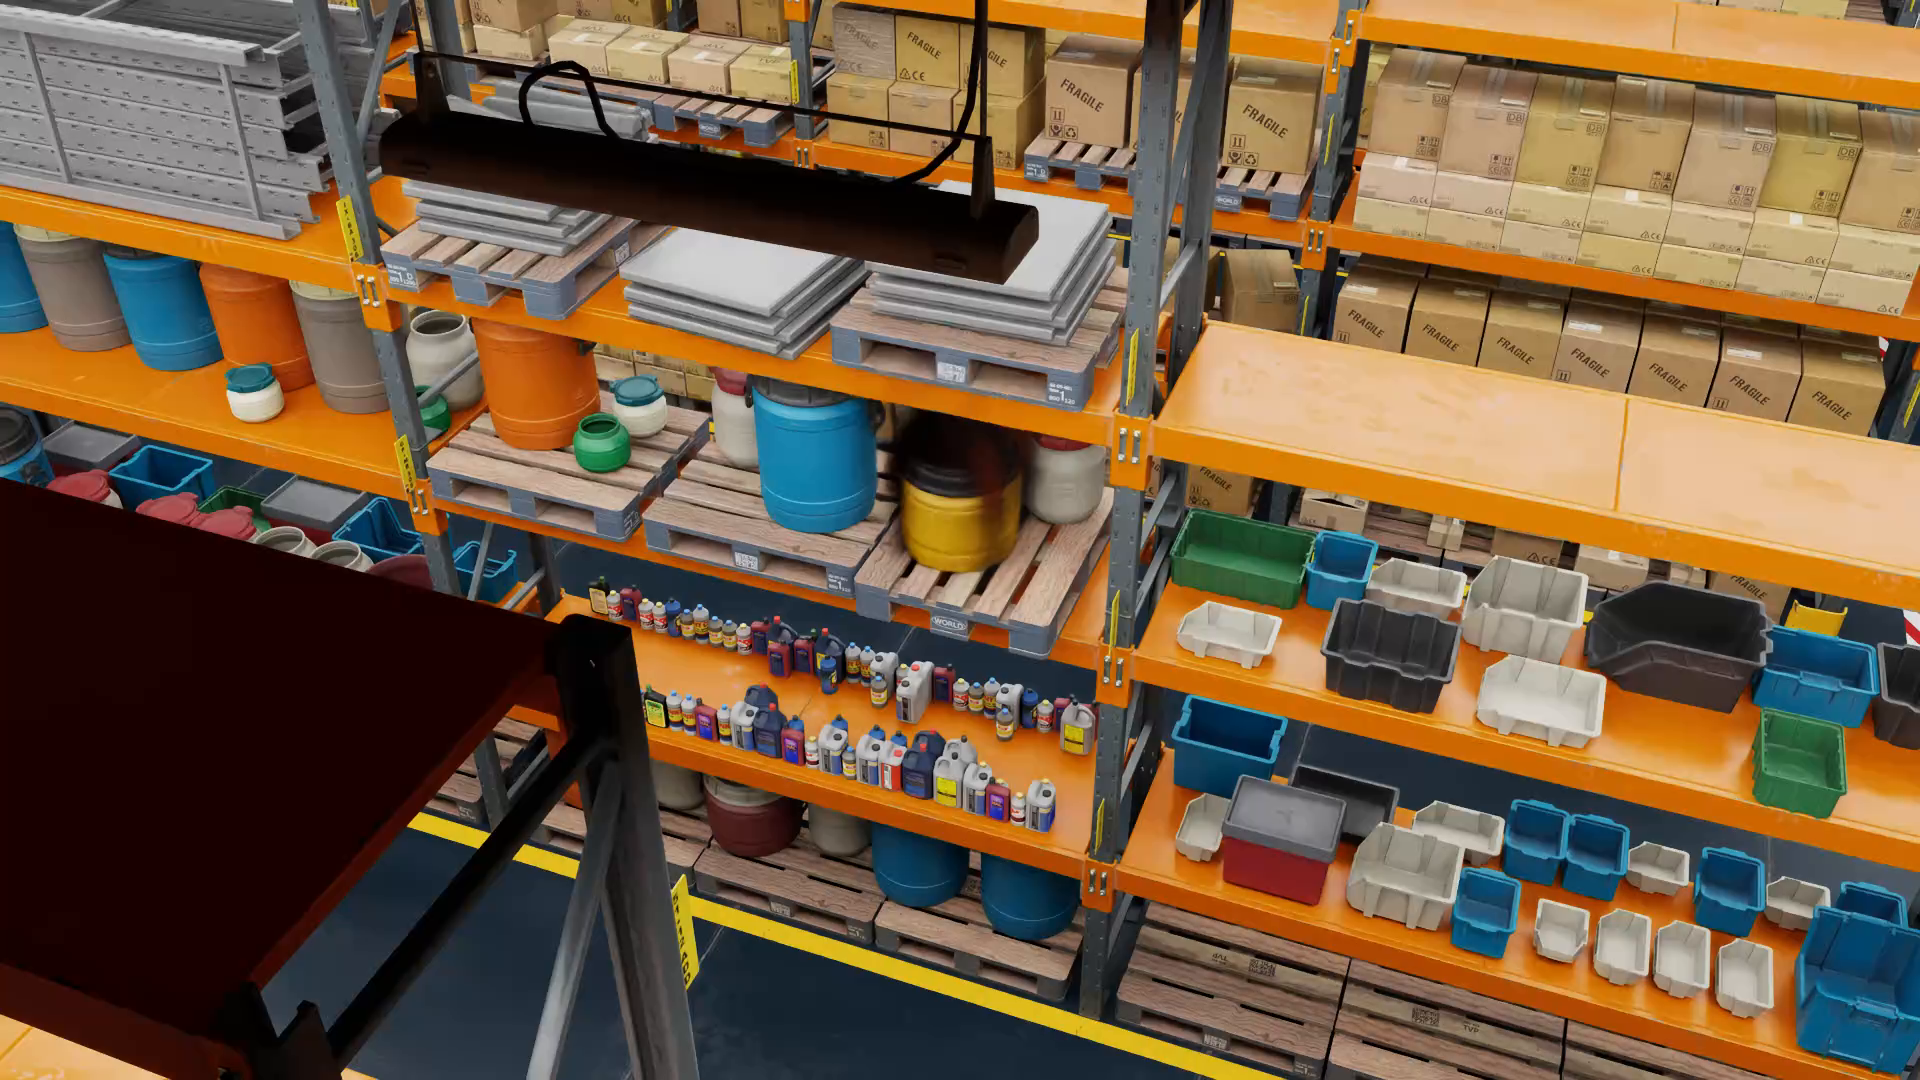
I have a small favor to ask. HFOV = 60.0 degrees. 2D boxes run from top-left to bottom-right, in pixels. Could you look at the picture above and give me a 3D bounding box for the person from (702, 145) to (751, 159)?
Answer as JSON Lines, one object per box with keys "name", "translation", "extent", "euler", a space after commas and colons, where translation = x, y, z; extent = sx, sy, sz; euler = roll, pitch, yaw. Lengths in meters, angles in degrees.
{"name": "person", "translation": [-2.431, -3.885, 17.200], "extent": [0.671, 1.800, 0.396], "euler": [28, 45, 32]}
